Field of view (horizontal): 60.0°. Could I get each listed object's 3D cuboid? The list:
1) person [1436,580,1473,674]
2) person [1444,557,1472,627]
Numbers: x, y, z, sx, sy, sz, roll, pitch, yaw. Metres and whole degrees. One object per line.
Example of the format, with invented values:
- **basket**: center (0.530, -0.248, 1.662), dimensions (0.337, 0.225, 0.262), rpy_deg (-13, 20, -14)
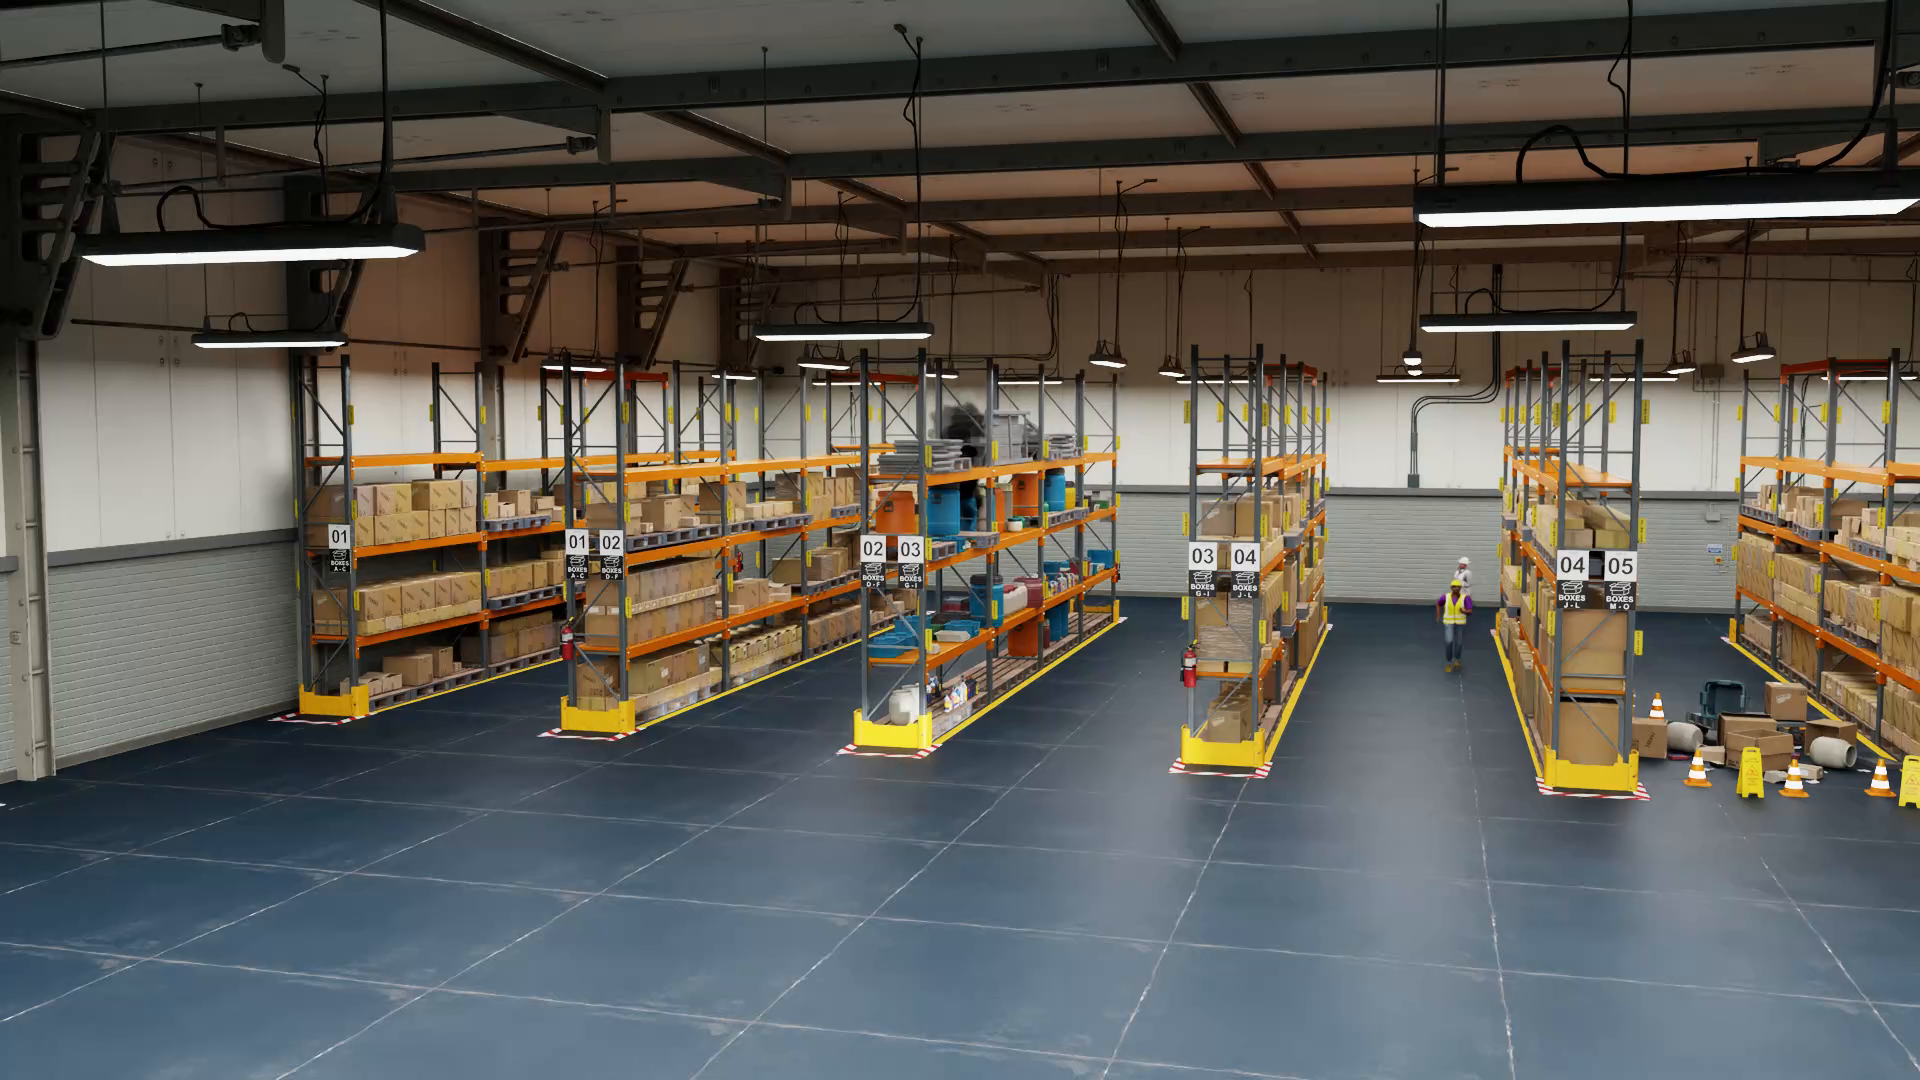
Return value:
- **person**: center (9.664, 1.683, 32.494), dimensions (0.674, 1.828, 0.782), rpy_deg (1, 4, 13)
- **person**: center (11.726, 1.225, 38.960), dimensions (0.658, 1.691, 0.768), rpy_deg (-2, 5, -21)
